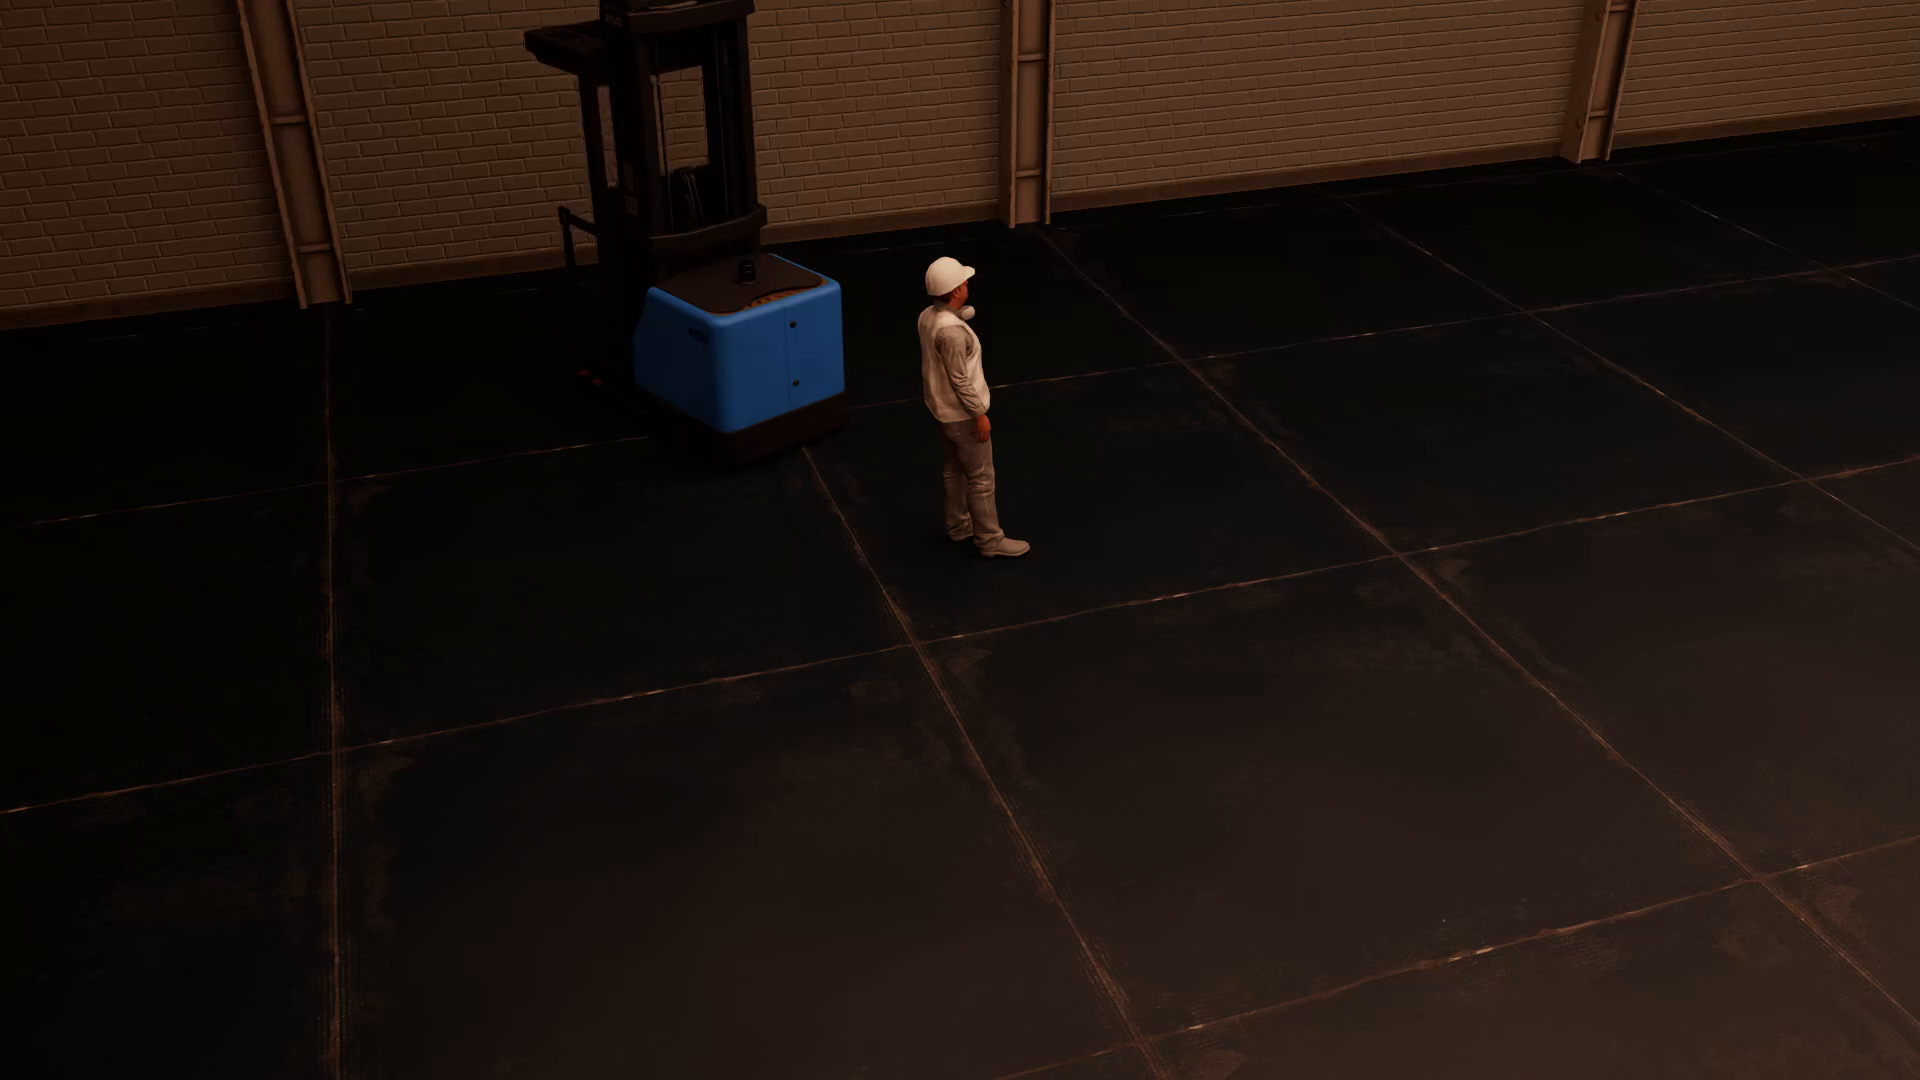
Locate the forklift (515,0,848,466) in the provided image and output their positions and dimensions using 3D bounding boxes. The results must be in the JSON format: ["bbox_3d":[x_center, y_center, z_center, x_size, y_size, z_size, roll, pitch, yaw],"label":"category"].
[{"bbox_3d":[-2.120,-2.395,11.249,1.130,2.935,3.031,-24,38,-36],"label":"forklift"}]

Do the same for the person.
[{"bbox_3d":[0.062,-0.782,9.591,0.566,1.775,0.634,-10,31,-16],"label":"person"}]
